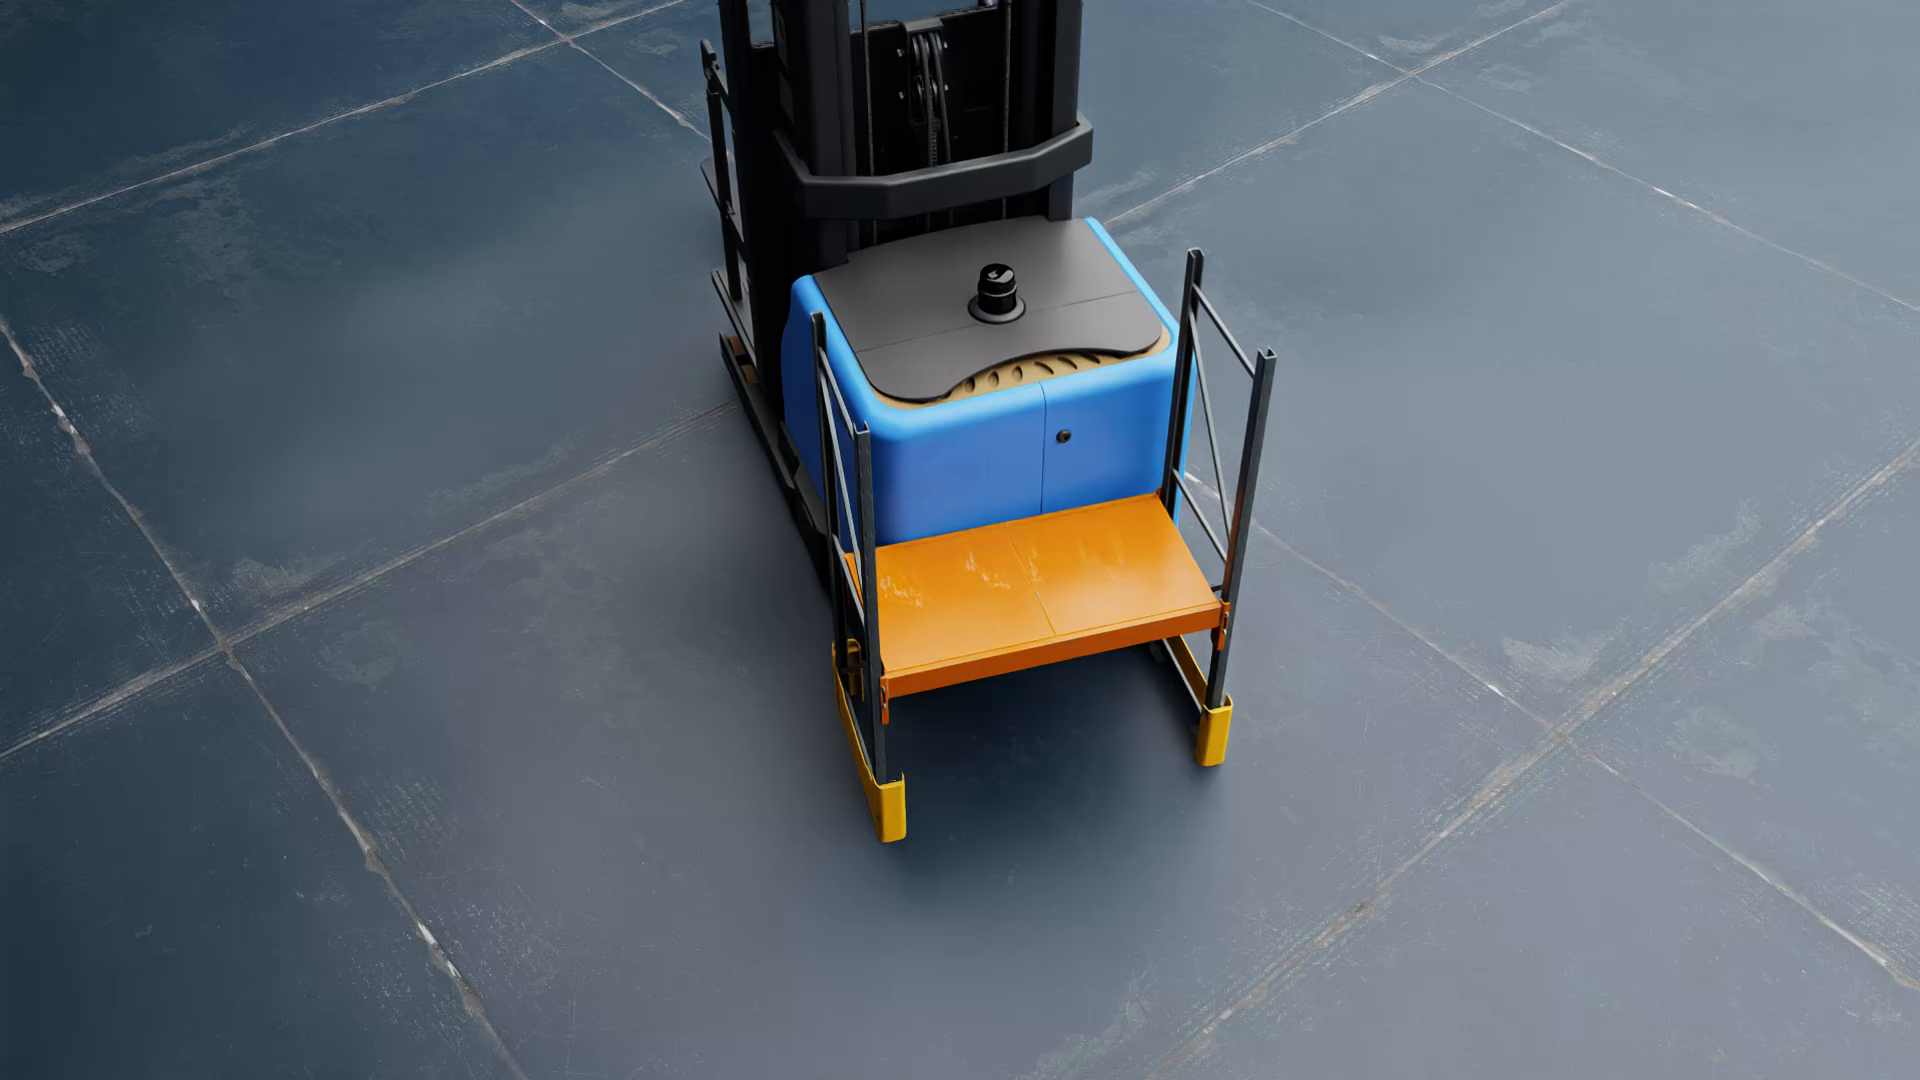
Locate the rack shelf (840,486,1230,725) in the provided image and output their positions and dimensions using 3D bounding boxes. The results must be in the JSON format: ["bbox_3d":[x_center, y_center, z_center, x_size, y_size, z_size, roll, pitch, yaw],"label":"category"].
[{"bbox_3d":[0.196,0.171,4.736,1.000,0.185,0.538,-11,44,-12],"label":"rack shelf"}]

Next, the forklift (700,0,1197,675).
[{"bbox_3d":[-0.278,-1.659,5.375,1.130,2.935,3.031,-14,45,-15],"label":"forklift"}]

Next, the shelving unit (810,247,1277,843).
[{"bbox_3d":[0.205,0.038,4.614,1.083,1.500,0.587,-11,44,-12],"label":"shelving unit"}]

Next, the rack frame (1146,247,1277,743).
[{"bbox_3d":[0.684,-0.058,4.716,0.032,1.500,0.500,-11,44,-12],"label":"rack frame"}]

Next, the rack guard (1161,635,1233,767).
[{"bbox_3d":[0.683,0.398,5.144,0.087,0.250,0.587,-11,44,-12],"label":"rack guard"}]

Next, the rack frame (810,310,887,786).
[{"bbox_3d":[-0.292,0.137,4.508,0.032,1.500,0.500,-11,44,-12],"label":"rack frame"}]

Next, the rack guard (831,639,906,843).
[{"bbox_3d":[-0.273,0.589,4.940,0.087,0.250,0.587,-11,44,-12],"label":"rack guard"}]
